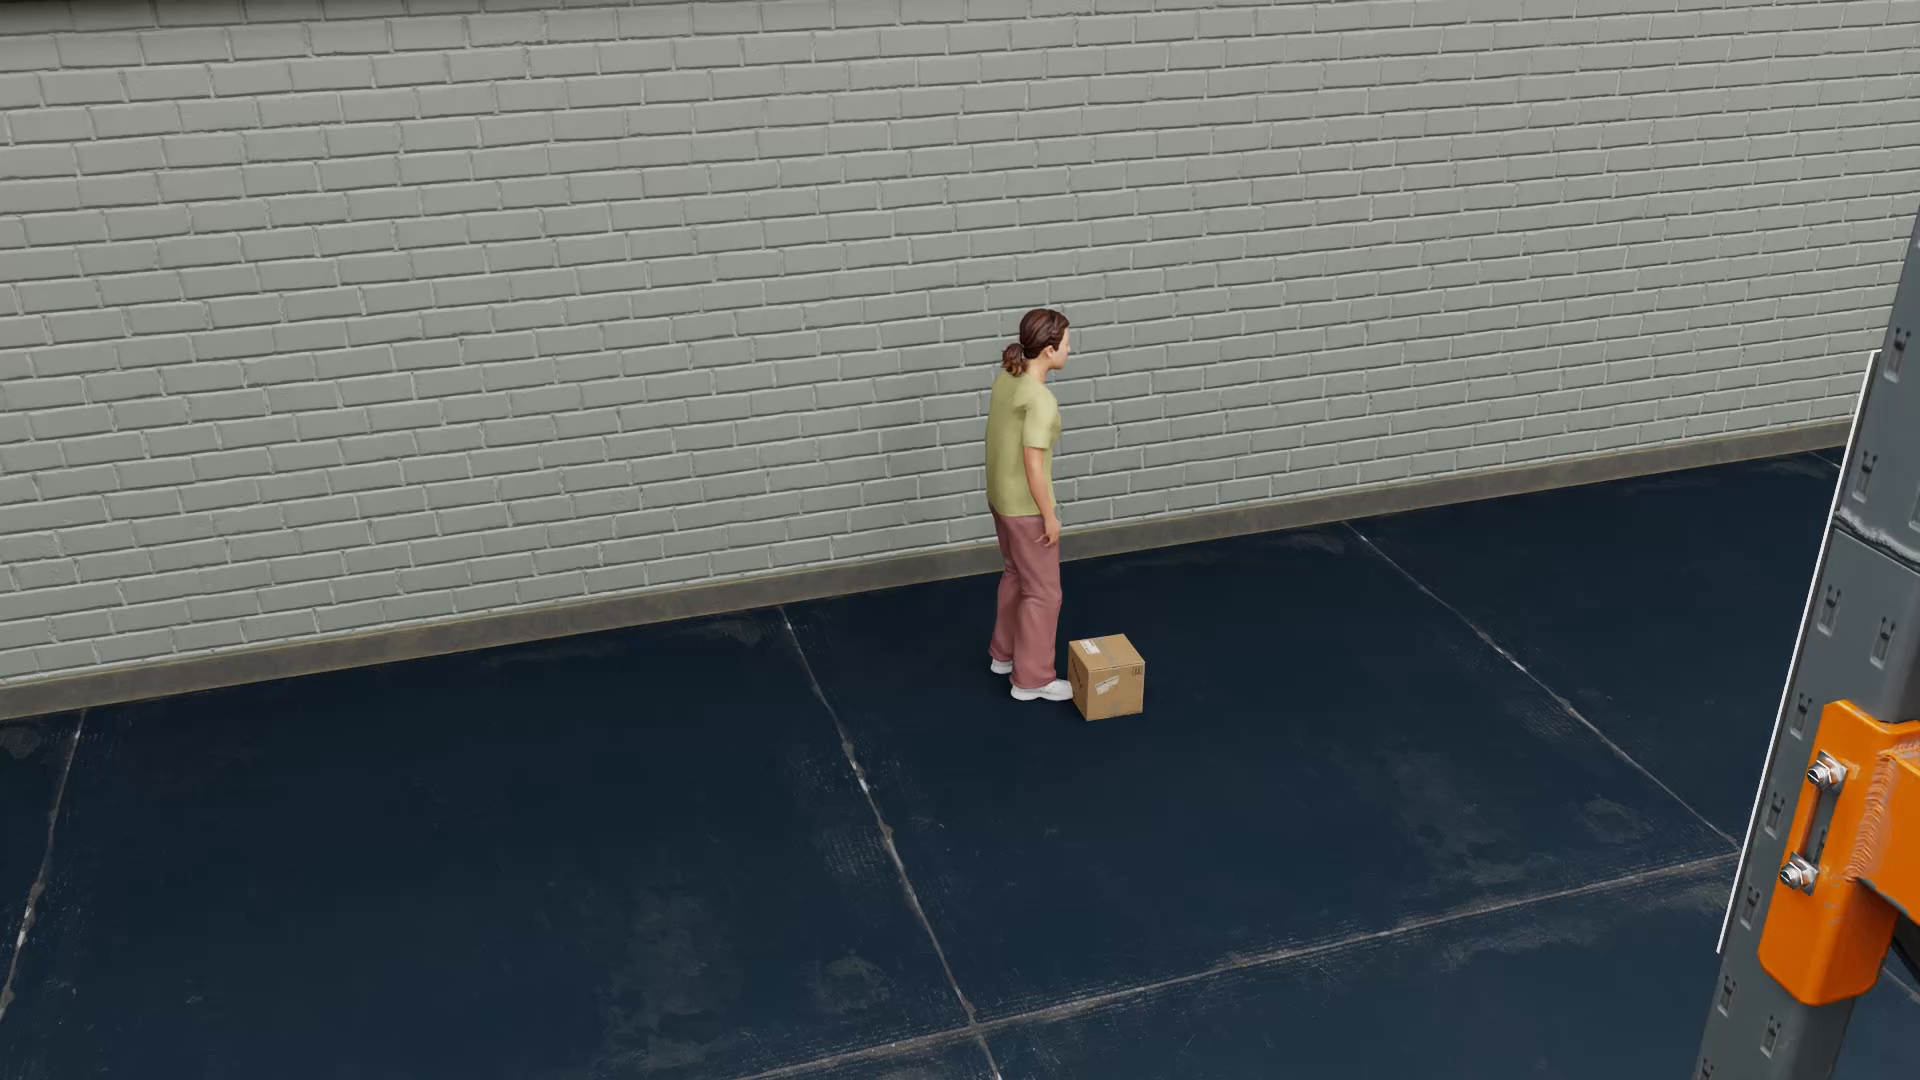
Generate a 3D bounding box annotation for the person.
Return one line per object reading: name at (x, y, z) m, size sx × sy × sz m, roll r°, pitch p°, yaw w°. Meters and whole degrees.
person at (0.293, -0.151, 6.918) m, size 0.359 × 1.673 × 0.499 m, roll -8°, pitch 28°, yaw -16°
